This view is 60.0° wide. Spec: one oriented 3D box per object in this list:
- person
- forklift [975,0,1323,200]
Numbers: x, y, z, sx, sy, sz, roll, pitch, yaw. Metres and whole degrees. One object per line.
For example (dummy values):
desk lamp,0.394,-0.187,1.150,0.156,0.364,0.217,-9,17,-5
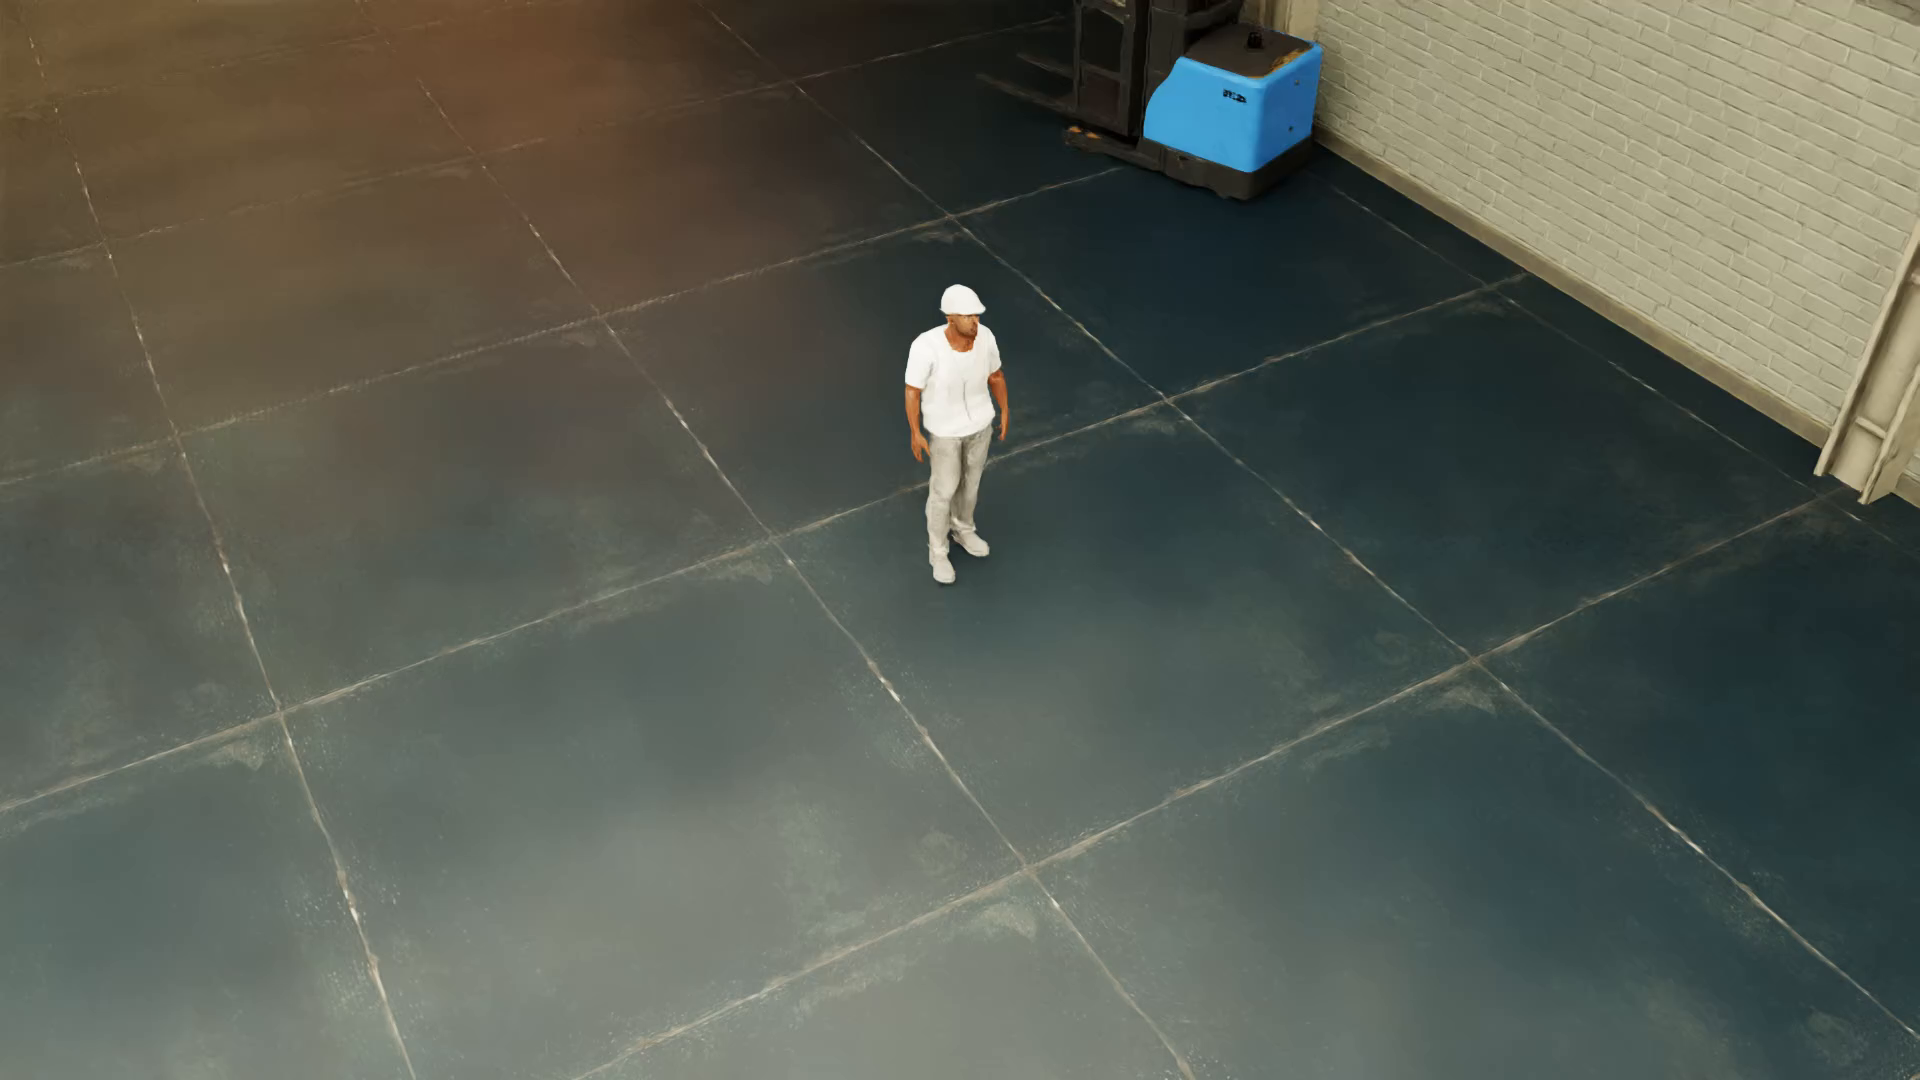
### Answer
person,0.030,-0.642,9.717,0.665,1.760,0.576,-20,44,-23
forklift,1.512,-4.698,13.701,3.031,2.935,1.130,28,47,30
